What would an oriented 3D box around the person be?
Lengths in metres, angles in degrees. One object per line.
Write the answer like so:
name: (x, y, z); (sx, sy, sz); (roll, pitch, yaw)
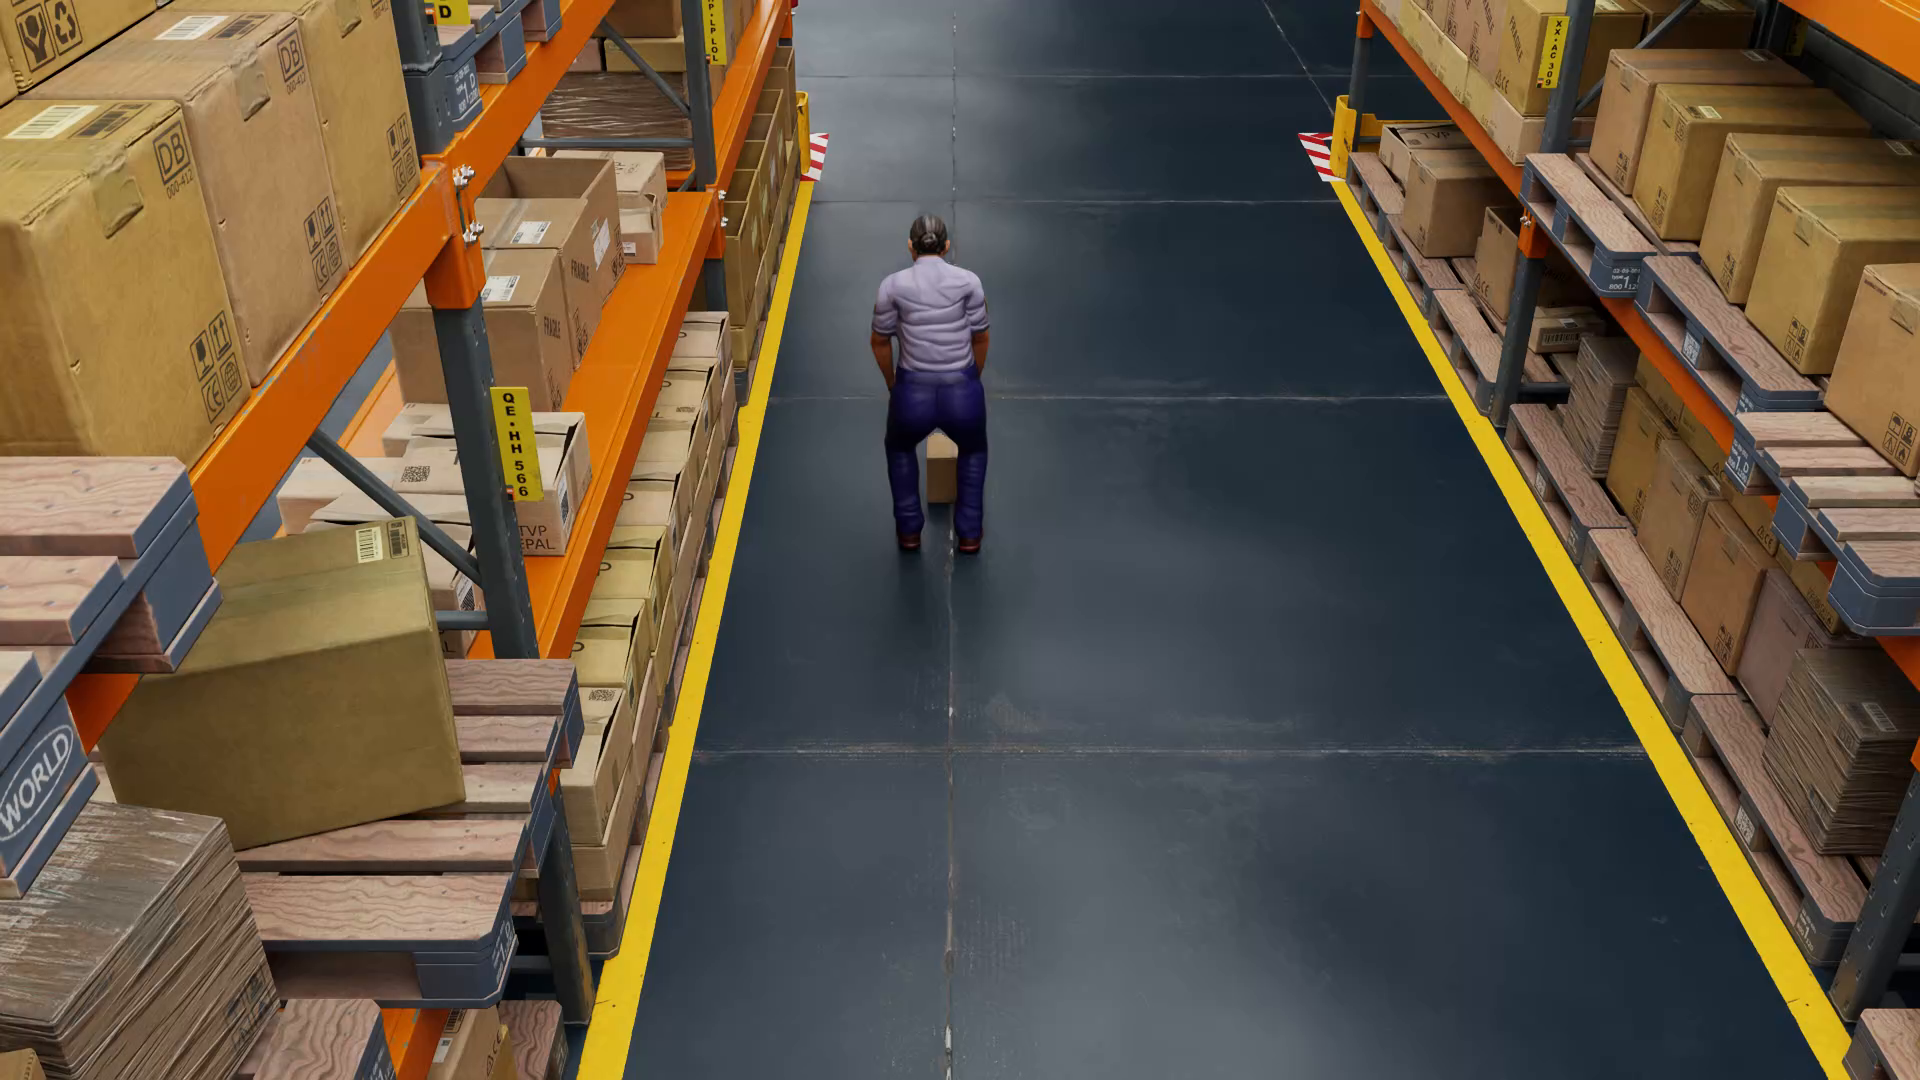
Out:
person: (-0.132, -0.649, 7.344); (0.522, 1.511, 0.529); (0, 32, 1)
